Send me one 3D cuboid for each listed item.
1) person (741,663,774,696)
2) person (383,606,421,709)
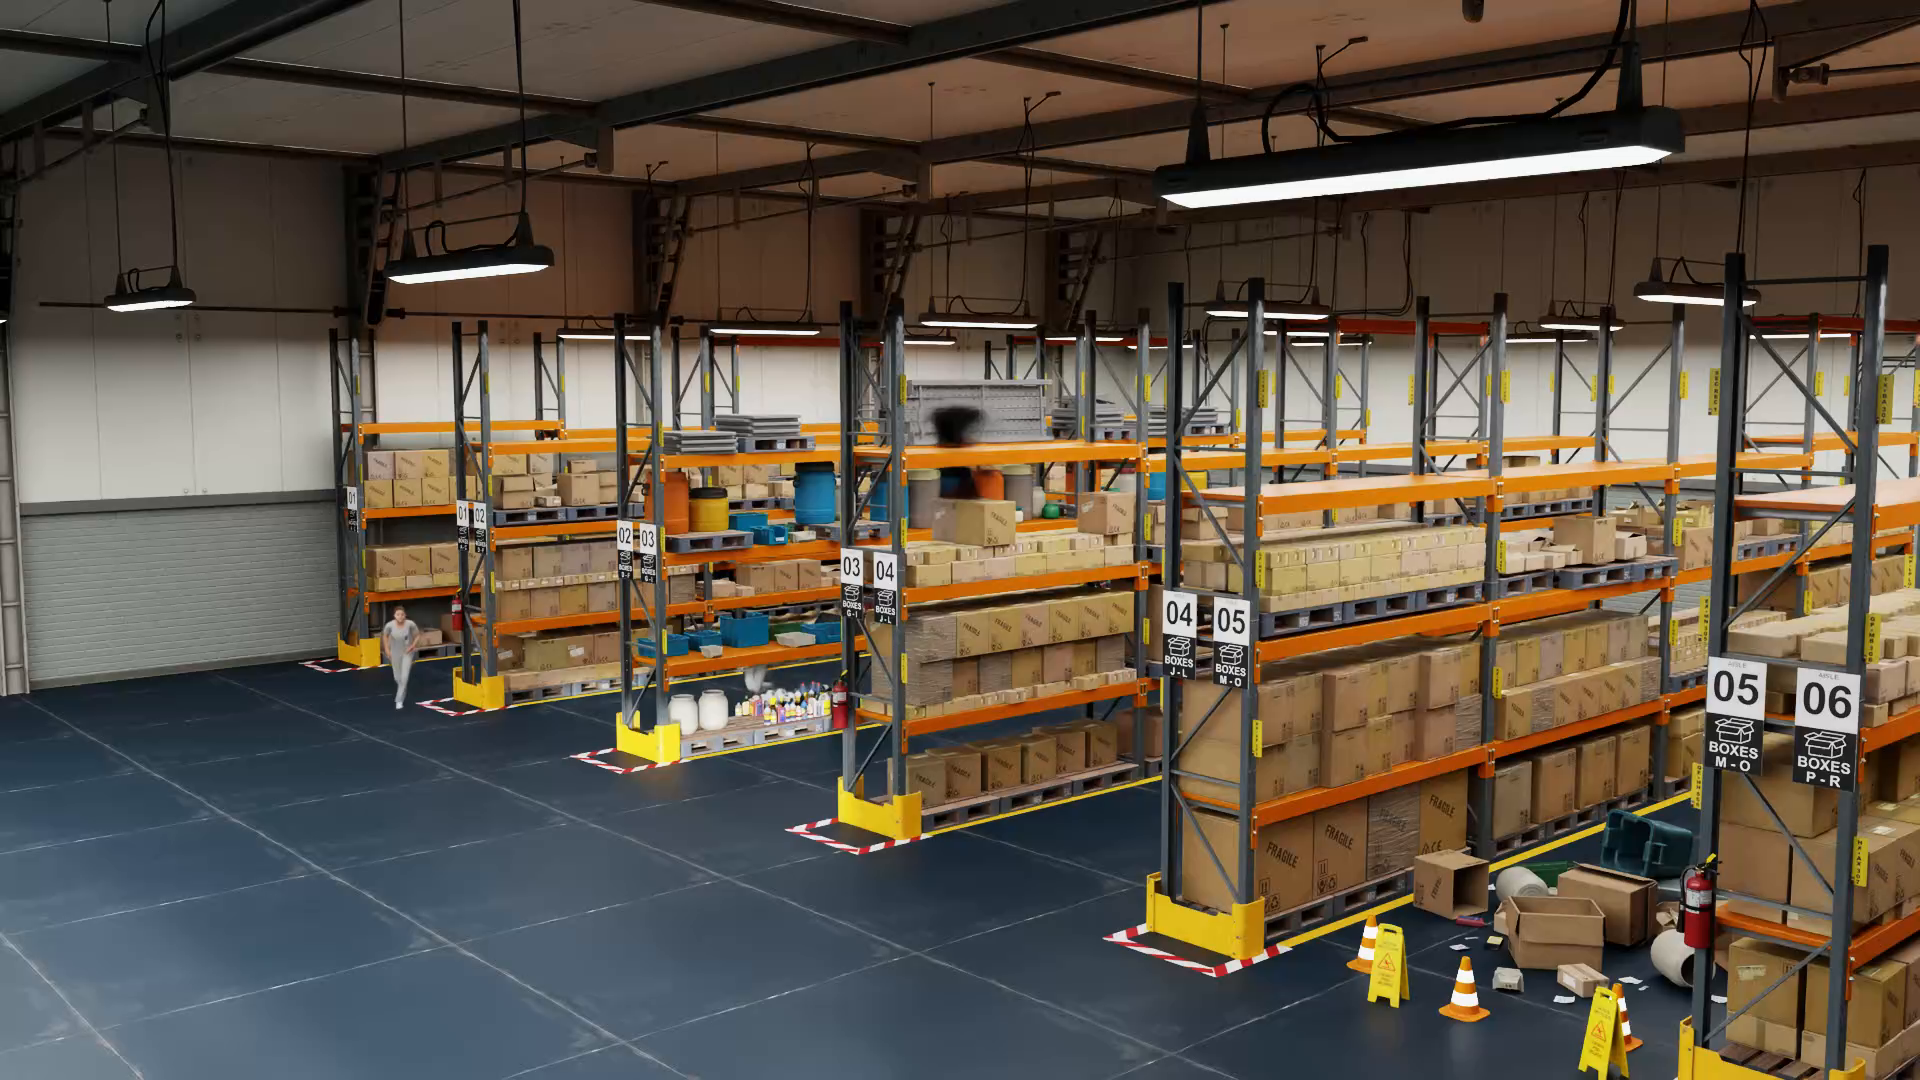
[{"bbox_3d":[-3.193,1.916,25.588,0.587,1.481,0.817,4,7,36],"label":"person"},{"bbox_3d":[-8.732,1.806,26.047,0.555,1.602,0.696,-2,6,-18],"label":"person"}]
